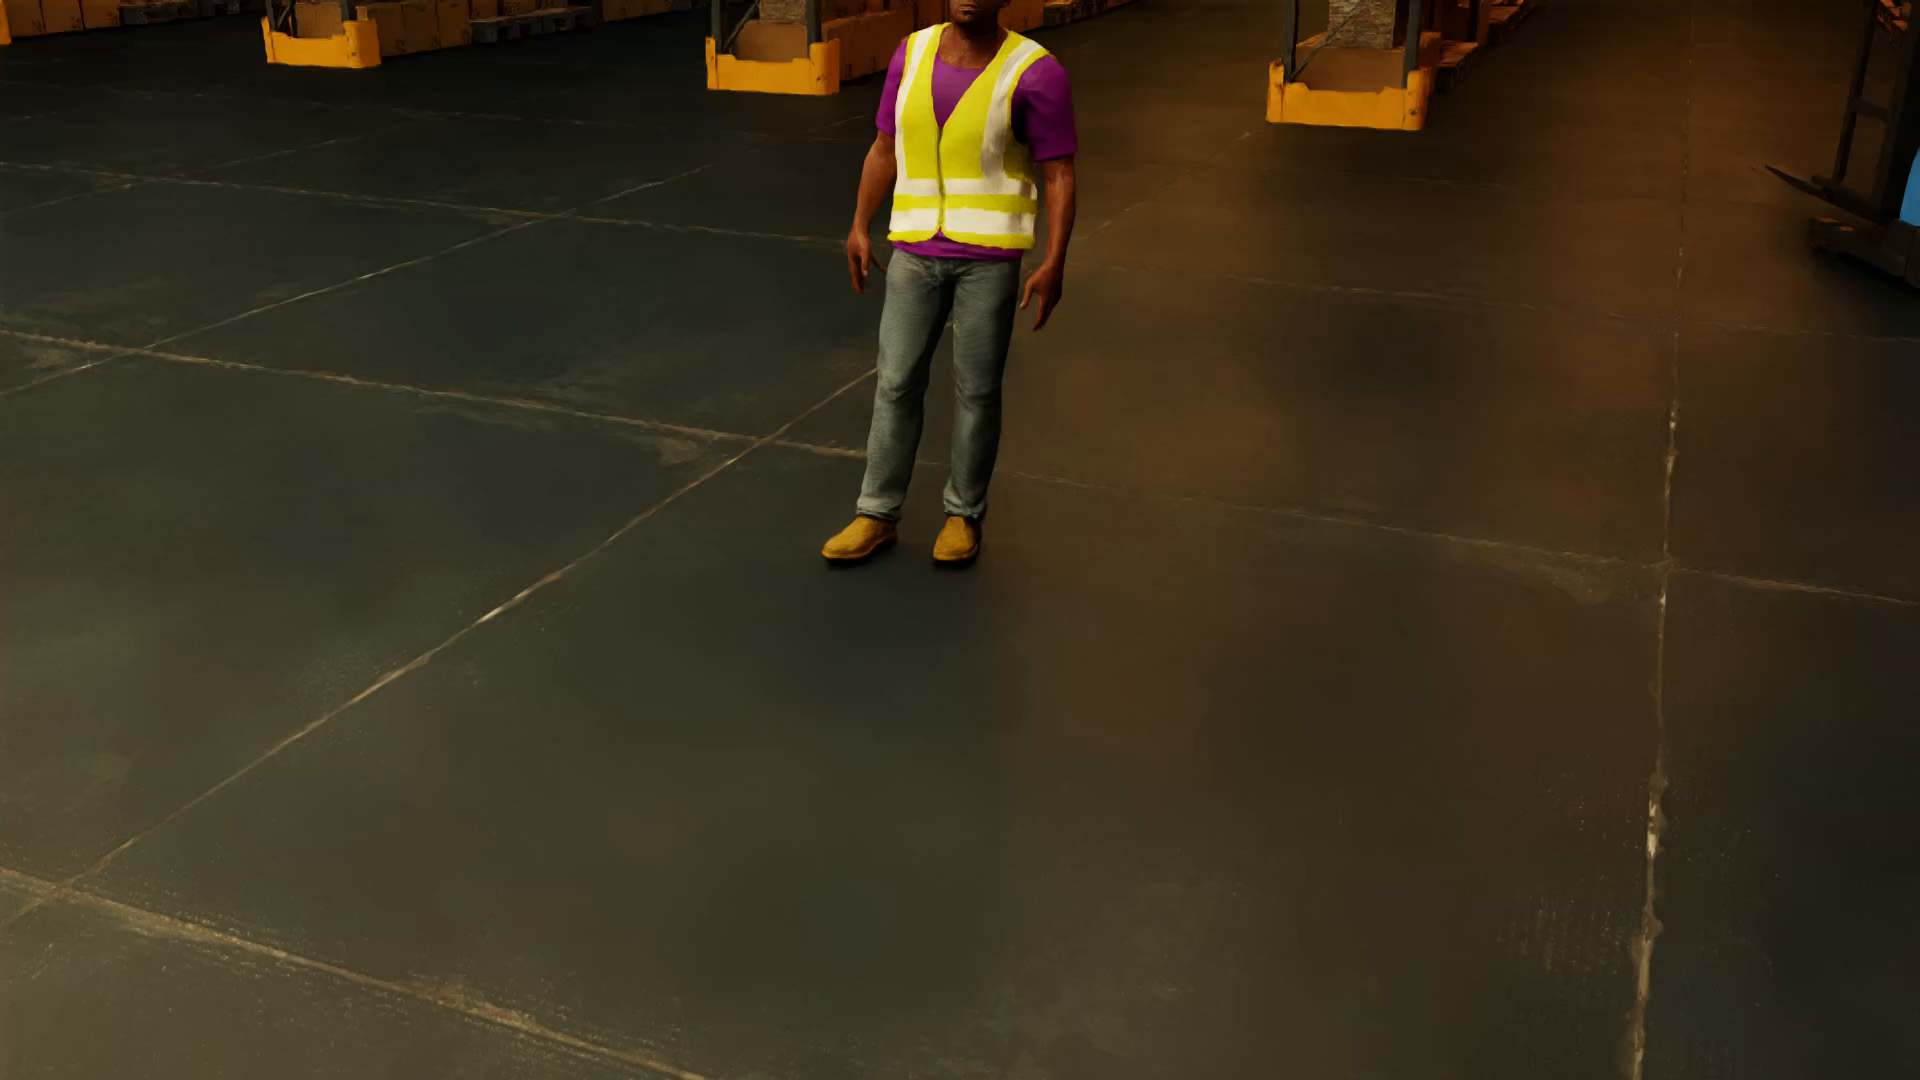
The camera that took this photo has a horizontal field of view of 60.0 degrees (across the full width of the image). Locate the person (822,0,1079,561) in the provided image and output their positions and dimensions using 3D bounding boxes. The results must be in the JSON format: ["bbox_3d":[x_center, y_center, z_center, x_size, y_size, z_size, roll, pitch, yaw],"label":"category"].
[{"bbox_3d":[-0.031,-0.797,4.692,0.665,1.766,0.576,9,24,21],"label":"person"}]

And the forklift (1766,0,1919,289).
[{"bbox_3d":[5.026,-2.769,7.917,1.130,2.935,3.031,1,23,2],"label":"forklift"}]
